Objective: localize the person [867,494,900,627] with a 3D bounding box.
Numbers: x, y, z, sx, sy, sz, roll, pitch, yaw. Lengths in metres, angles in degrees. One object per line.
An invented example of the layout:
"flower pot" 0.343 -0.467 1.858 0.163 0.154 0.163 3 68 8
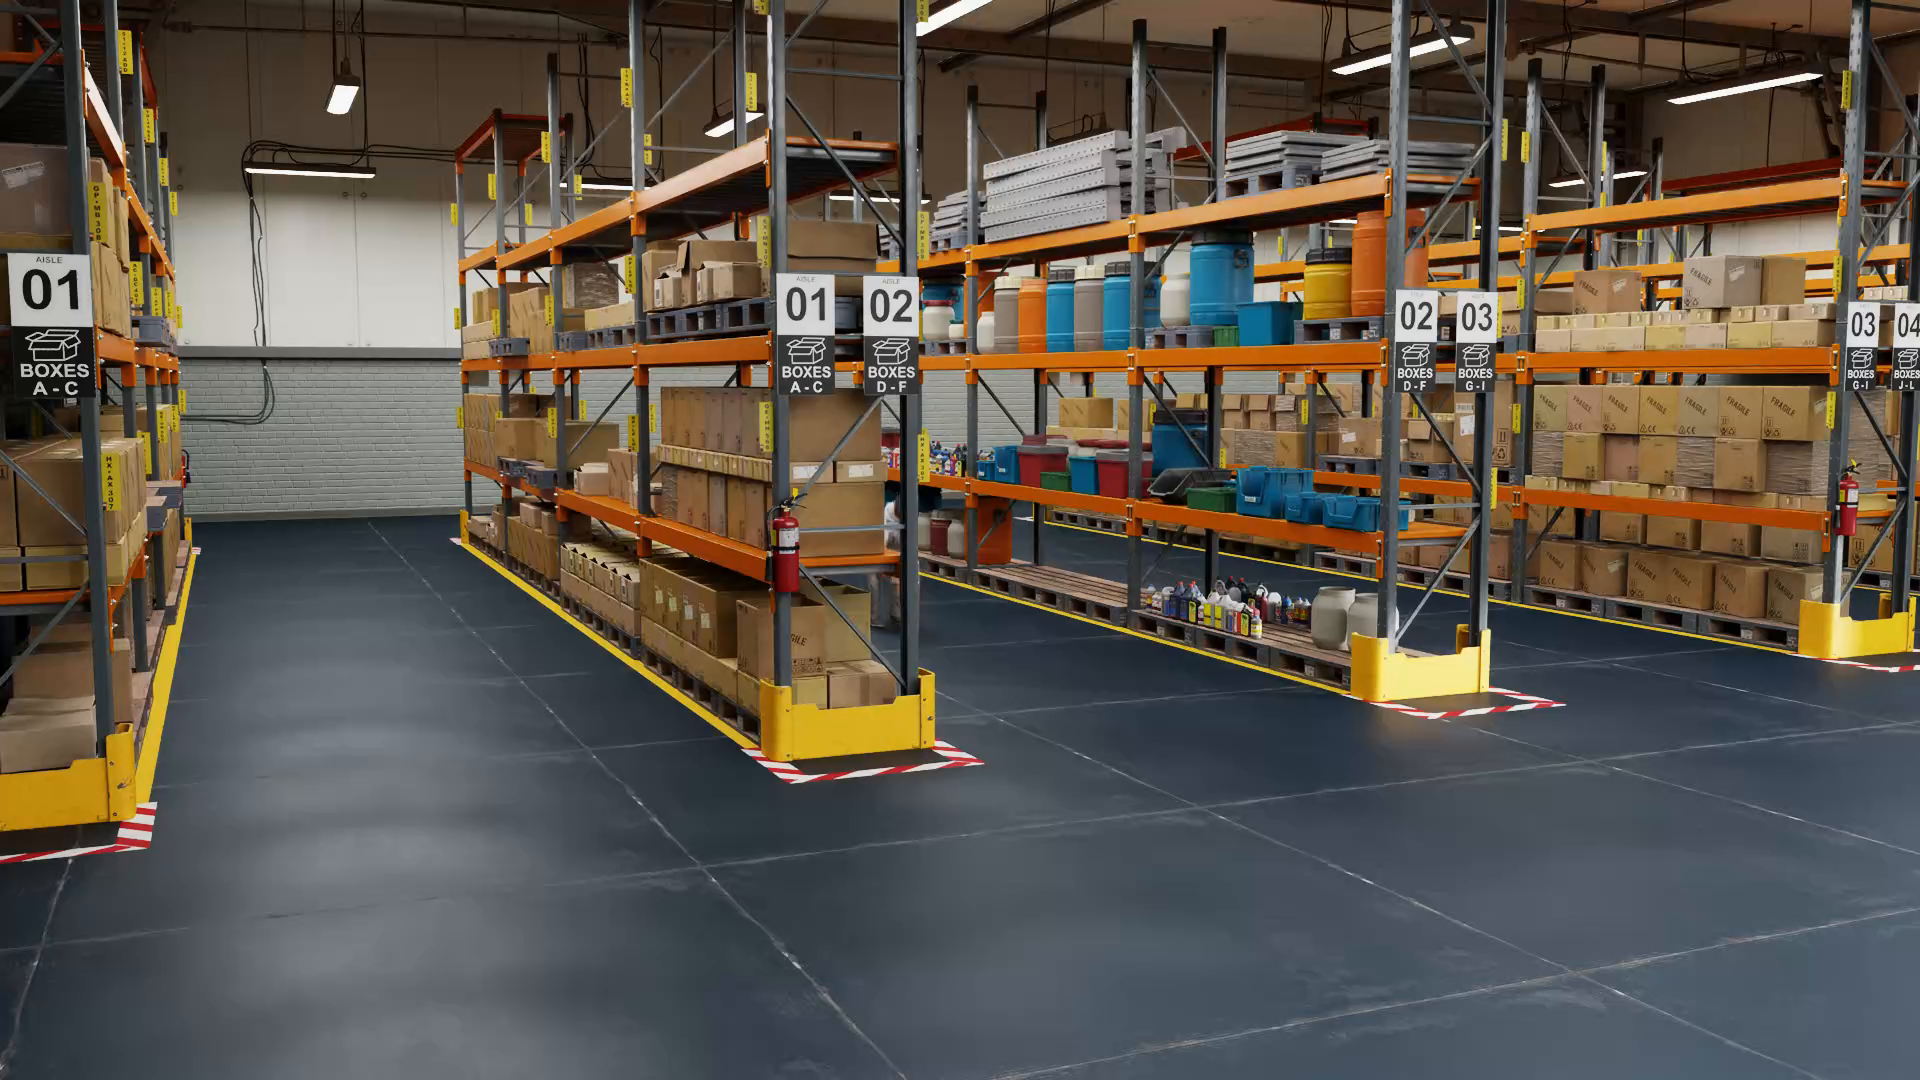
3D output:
"person" -0.688 0.198 16.920 0.451 1.390 0.848 -3 6 -25
